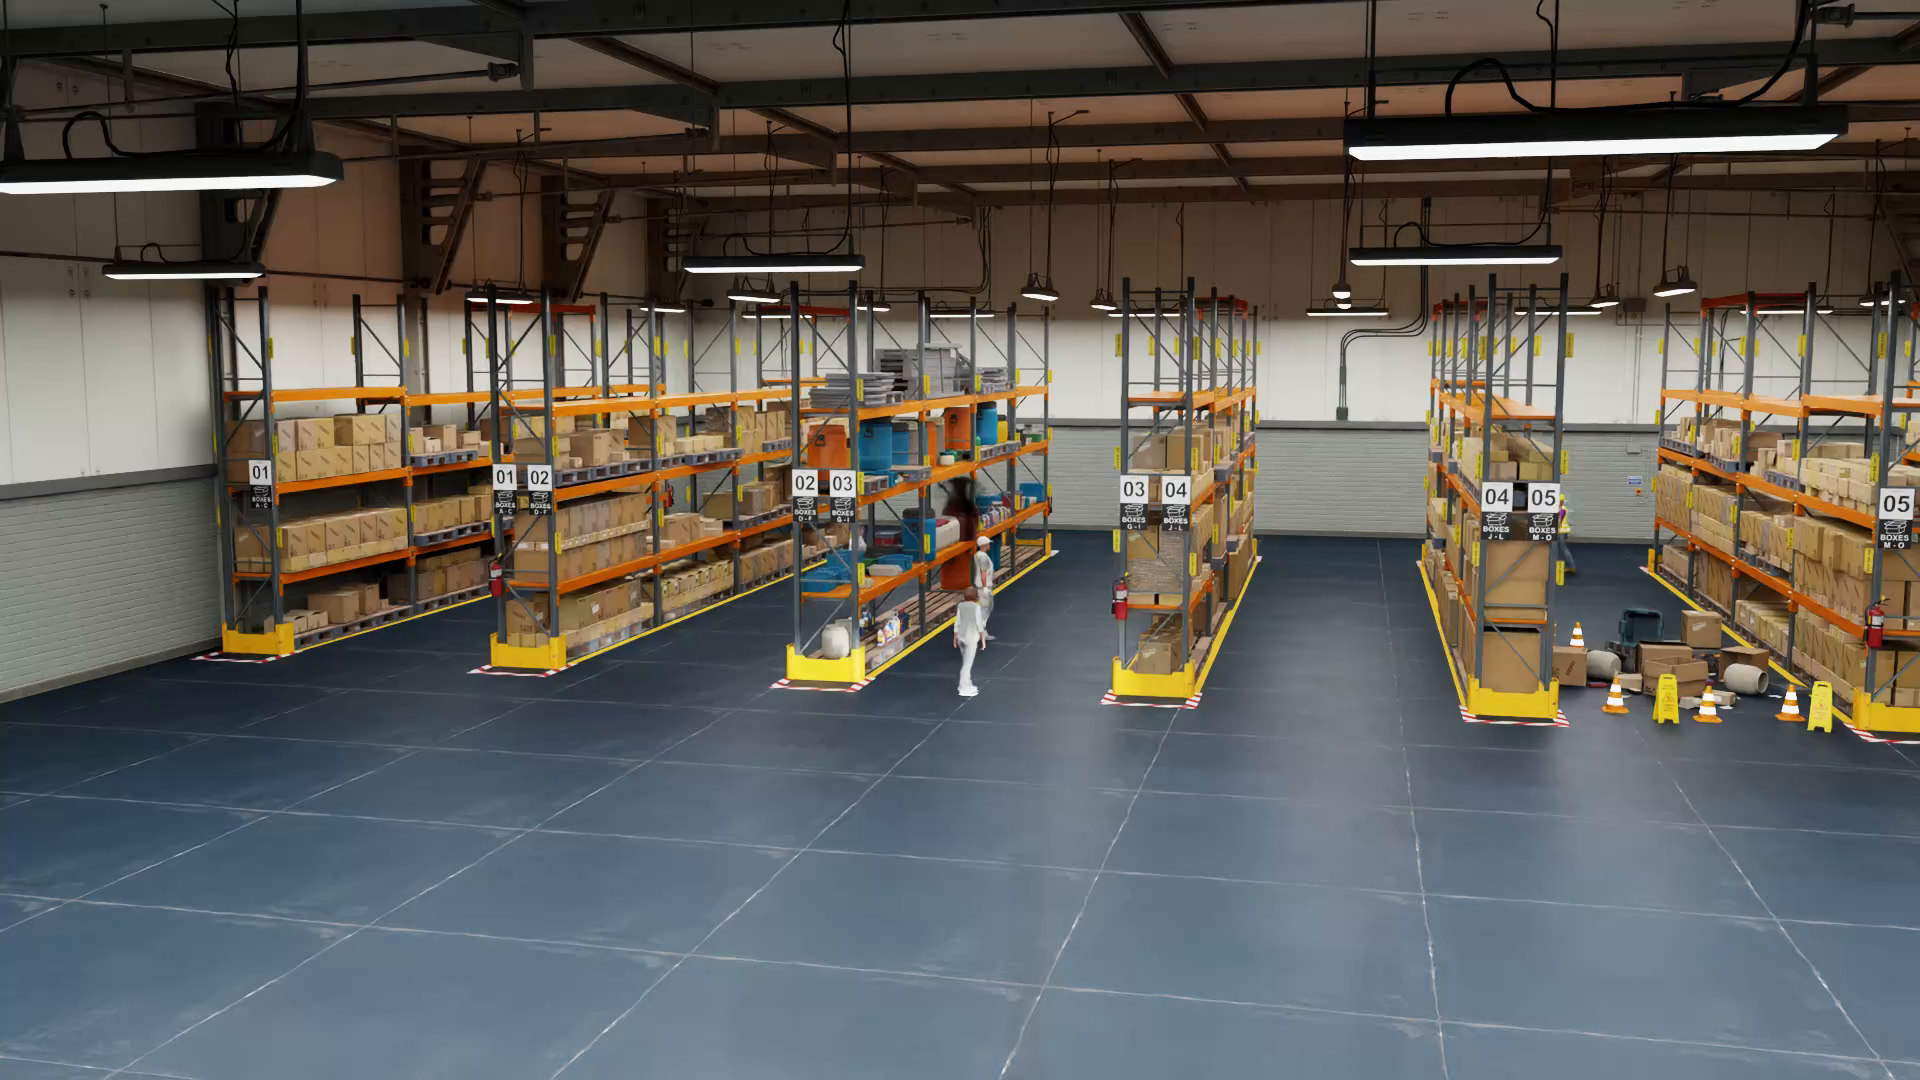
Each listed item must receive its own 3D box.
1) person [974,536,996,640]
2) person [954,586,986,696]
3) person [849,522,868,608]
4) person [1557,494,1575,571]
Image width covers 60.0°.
[{"bbox_3d":[0.431,0.838,28.650,0.361,1.814,0.616,-1,7,-5],"label":"person"},{"bbox_3d":[0.174,1.453,24.120,0.510,1.595,0.465,-6,9,-41],"label":"person"},{"bbox_3d":[-1.981,0.492,32.052,0.357,1.676,0.523,4,8,29],"label":"person"},{"bbox_3d":[13.437,-0.173,37.400,0.688,1.726,0.958,-5,8,-37],"label":"person"}]
